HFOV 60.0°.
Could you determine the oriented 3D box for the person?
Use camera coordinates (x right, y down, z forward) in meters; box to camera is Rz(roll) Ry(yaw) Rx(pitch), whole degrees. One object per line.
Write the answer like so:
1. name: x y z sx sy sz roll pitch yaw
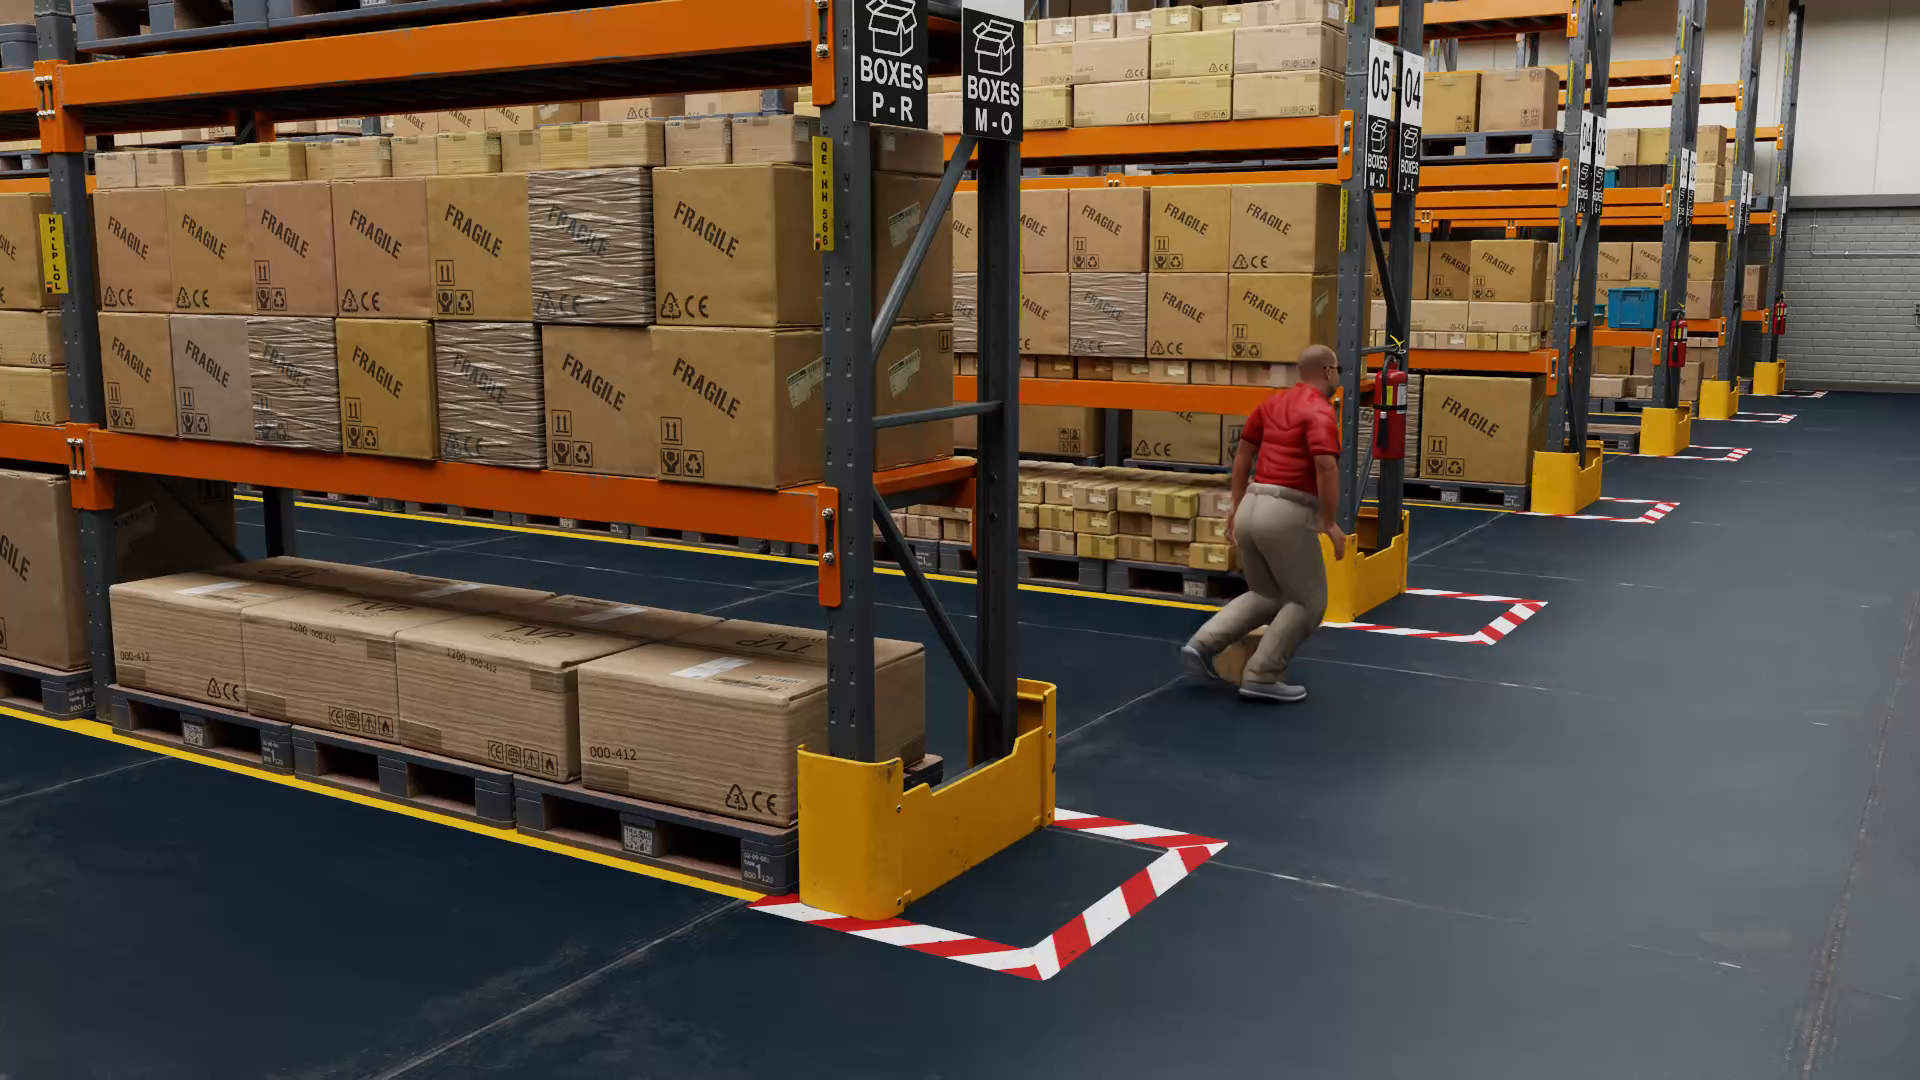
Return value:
1. person: 1.424 -0.078 7.702 0.718 1.641 0.695 -3 10 -19
